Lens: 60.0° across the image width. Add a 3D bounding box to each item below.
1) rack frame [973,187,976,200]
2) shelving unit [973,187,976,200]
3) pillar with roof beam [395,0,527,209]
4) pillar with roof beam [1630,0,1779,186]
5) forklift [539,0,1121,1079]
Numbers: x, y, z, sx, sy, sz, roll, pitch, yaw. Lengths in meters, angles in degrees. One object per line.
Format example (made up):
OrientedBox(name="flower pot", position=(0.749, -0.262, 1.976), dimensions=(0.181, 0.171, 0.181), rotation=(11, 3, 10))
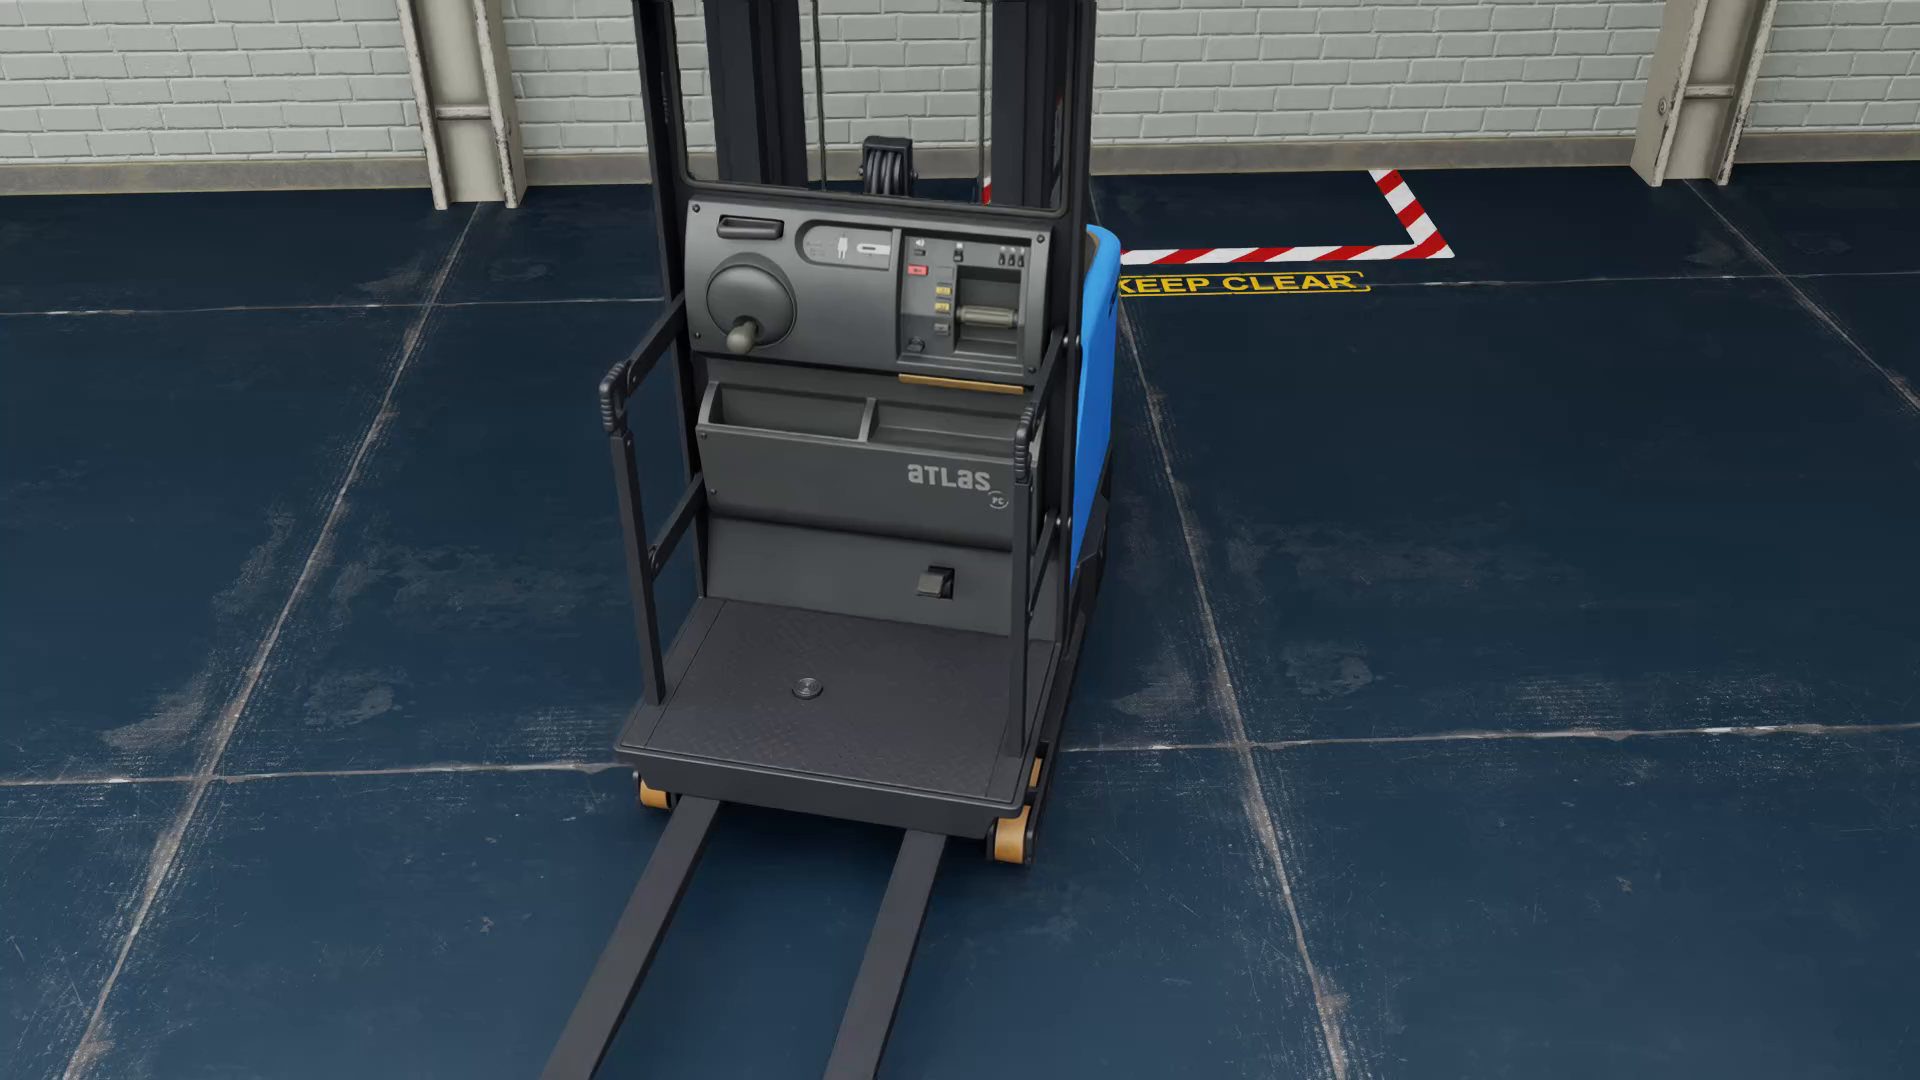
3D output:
OrientedBox(name="rack frame", position=(0.029, -0.710, 5.853), dimensions=(0.008, 1.050, 0.200), rotation=(7, 35, 10))
OrientedBox(name="shelving unit", position=(0.149, -0.695, 5.832), dimensions=(0.252, 1.050, 0.215), rotation=(7, 35, 10))
OrientedBox(name="pillar with roof beam", position=(-2.151, -2.950, 2.105), dimensions=(0.400, 9.000, 9.100), rotation=(-2, 35, -2))
OrientedBox(name="pillar with roof beam", position=(3.842, -3.112, 2.339), dimensions=(0.400, 9.000, 9.100), rotation=(-2, 35, -2))
OrientedBox(name="forklift", position=(-0.282, -0.567, 3.994), dimensions=(1.130, 2.935, 3.031), rotation=(7, 35, 10))
